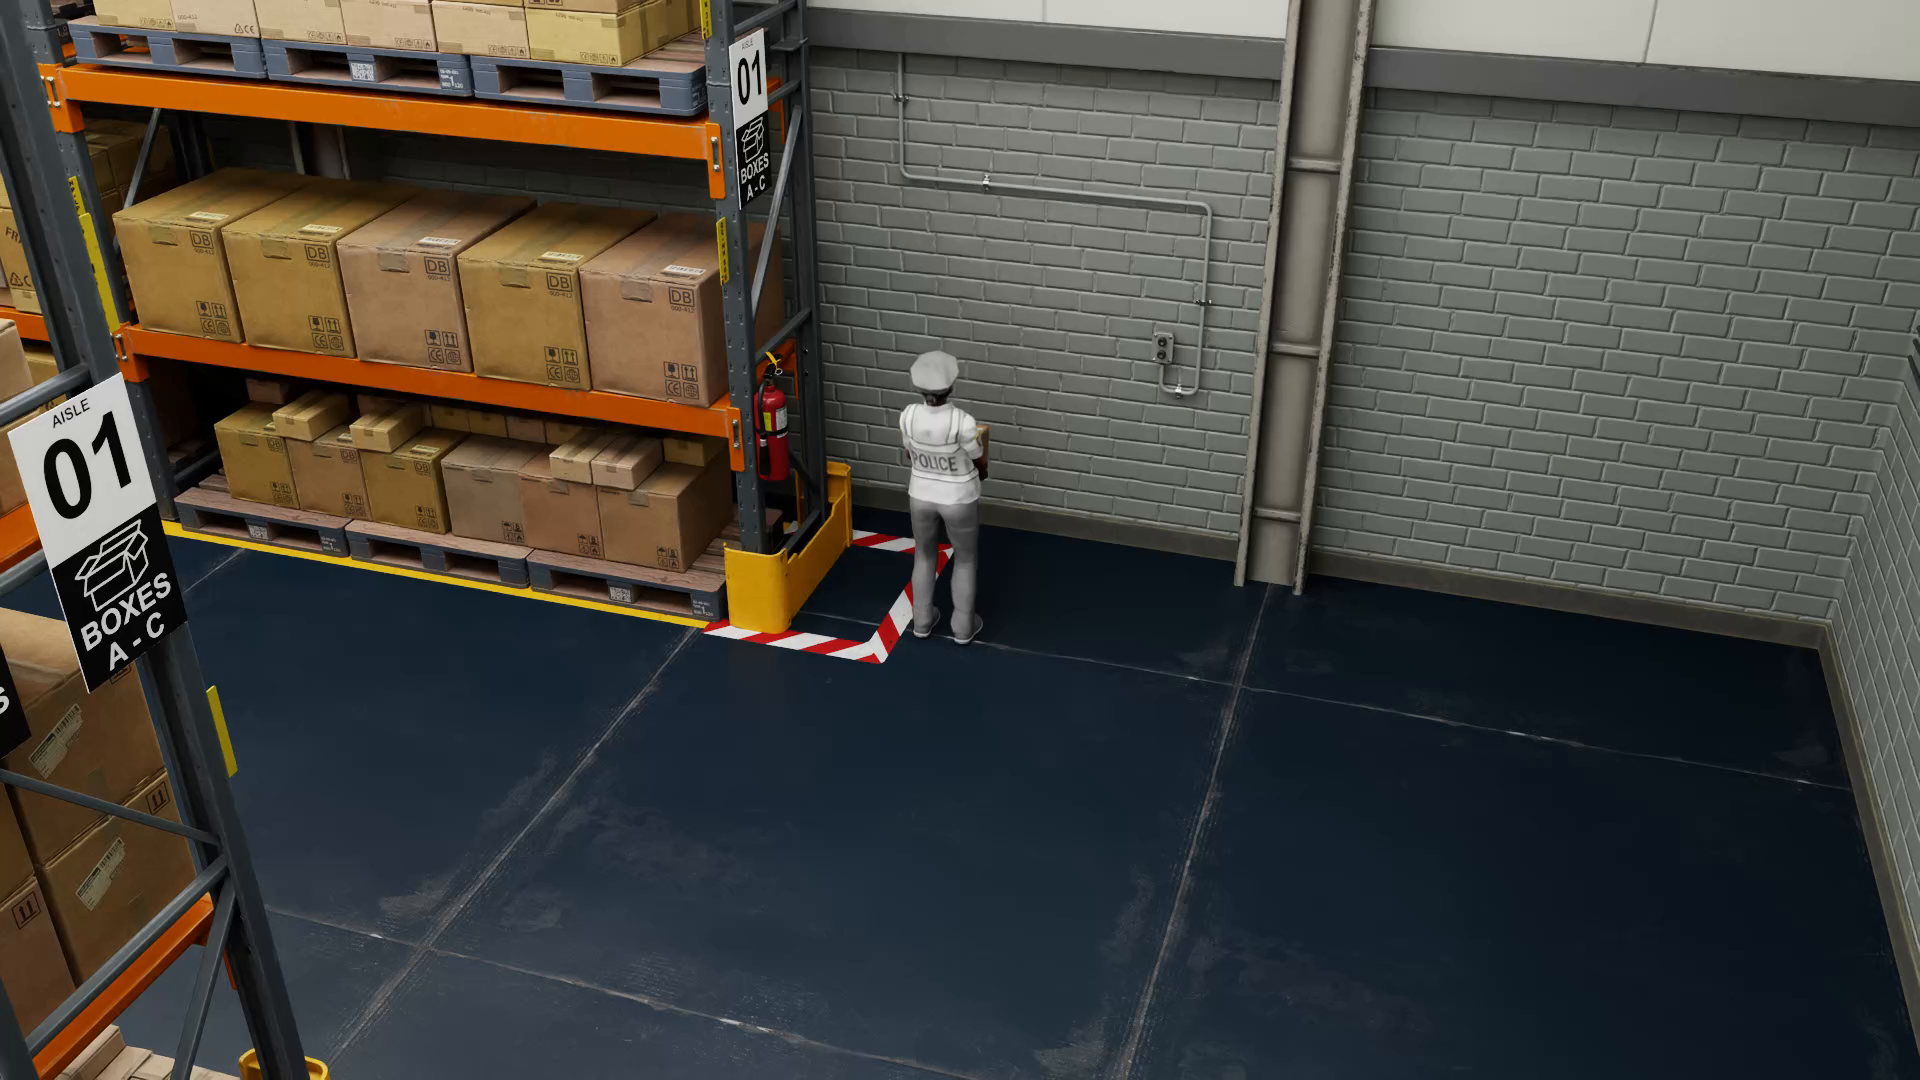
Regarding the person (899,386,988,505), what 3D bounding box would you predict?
[{"bbox_3d":[-0.061,-0.613,8.731,0.450,0.791,0.517,9,31,16],"label":"person"}]
